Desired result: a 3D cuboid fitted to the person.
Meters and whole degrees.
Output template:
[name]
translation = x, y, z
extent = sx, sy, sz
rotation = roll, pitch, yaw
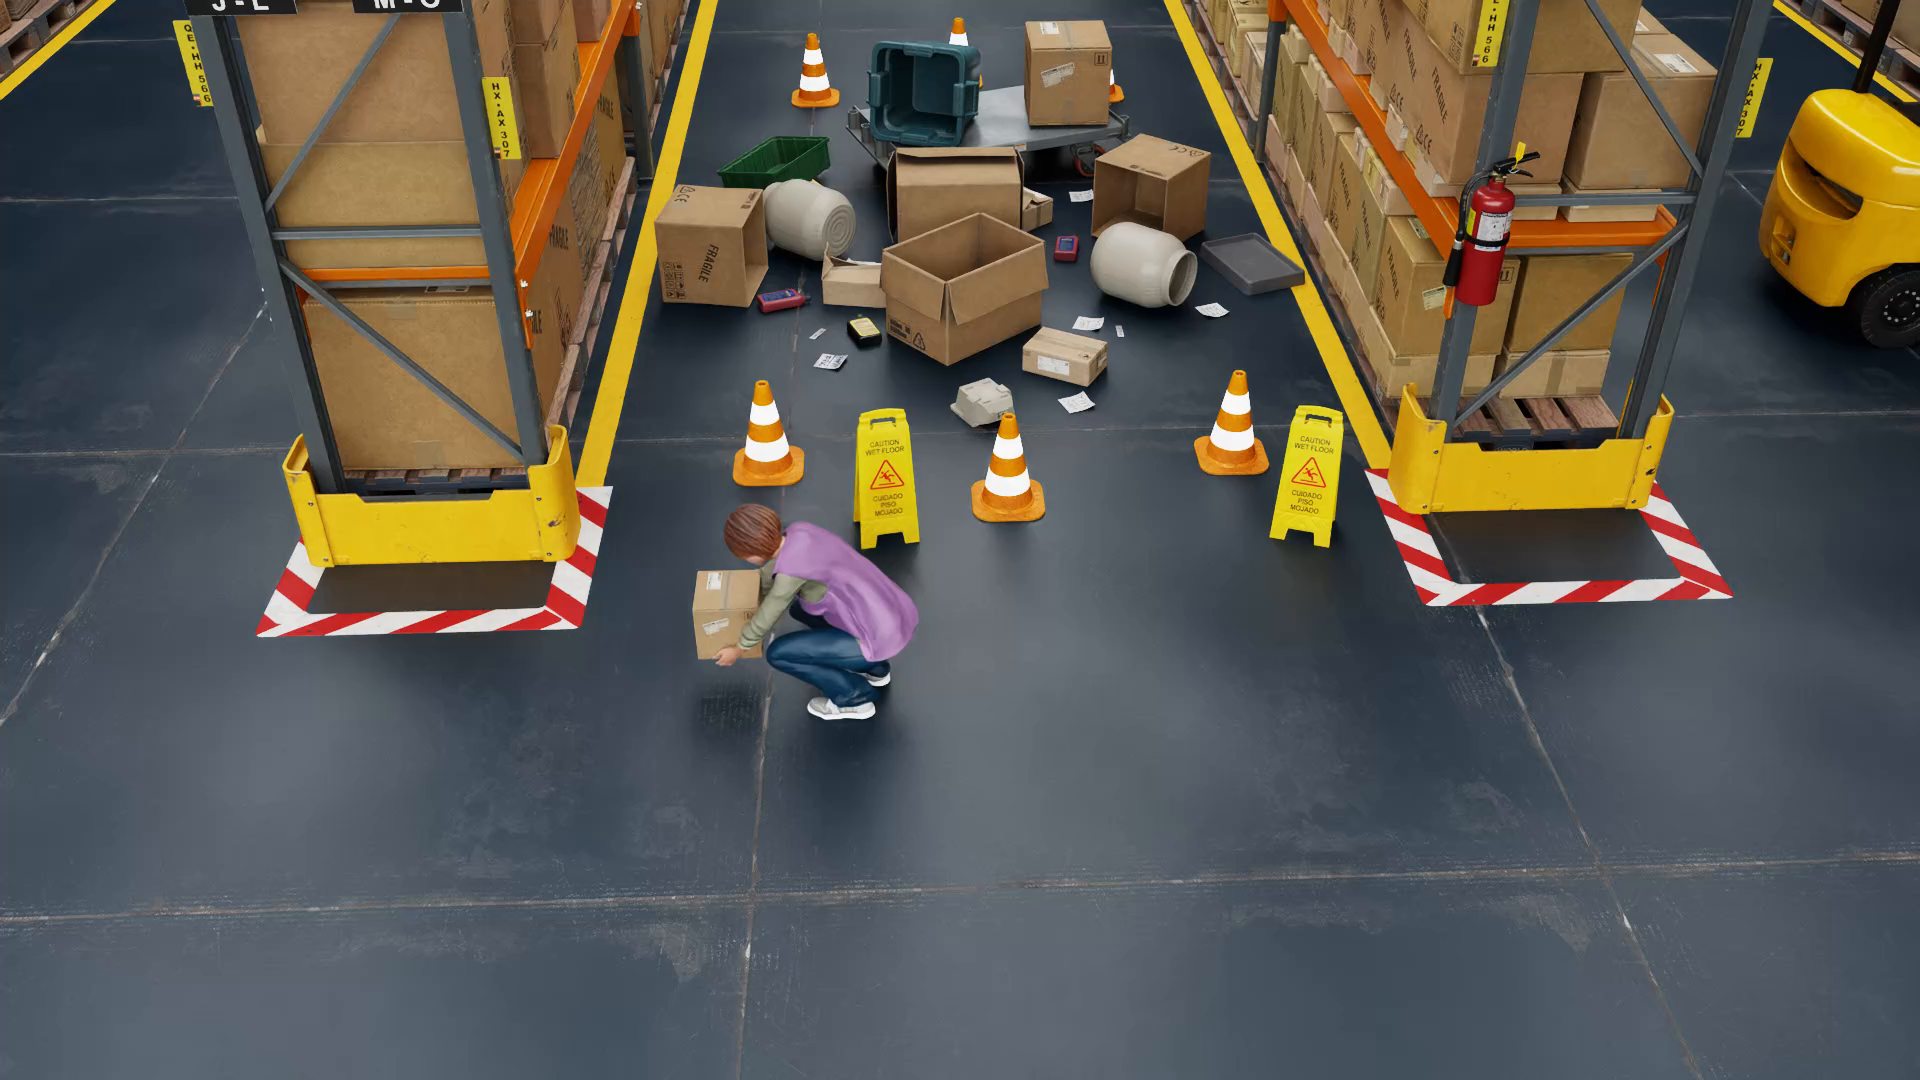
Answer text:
[person]
translation = -0.594, 0.258, 6.422
extent = 0.858, 0.876, 0.455
rotation = 8, 37, 11
